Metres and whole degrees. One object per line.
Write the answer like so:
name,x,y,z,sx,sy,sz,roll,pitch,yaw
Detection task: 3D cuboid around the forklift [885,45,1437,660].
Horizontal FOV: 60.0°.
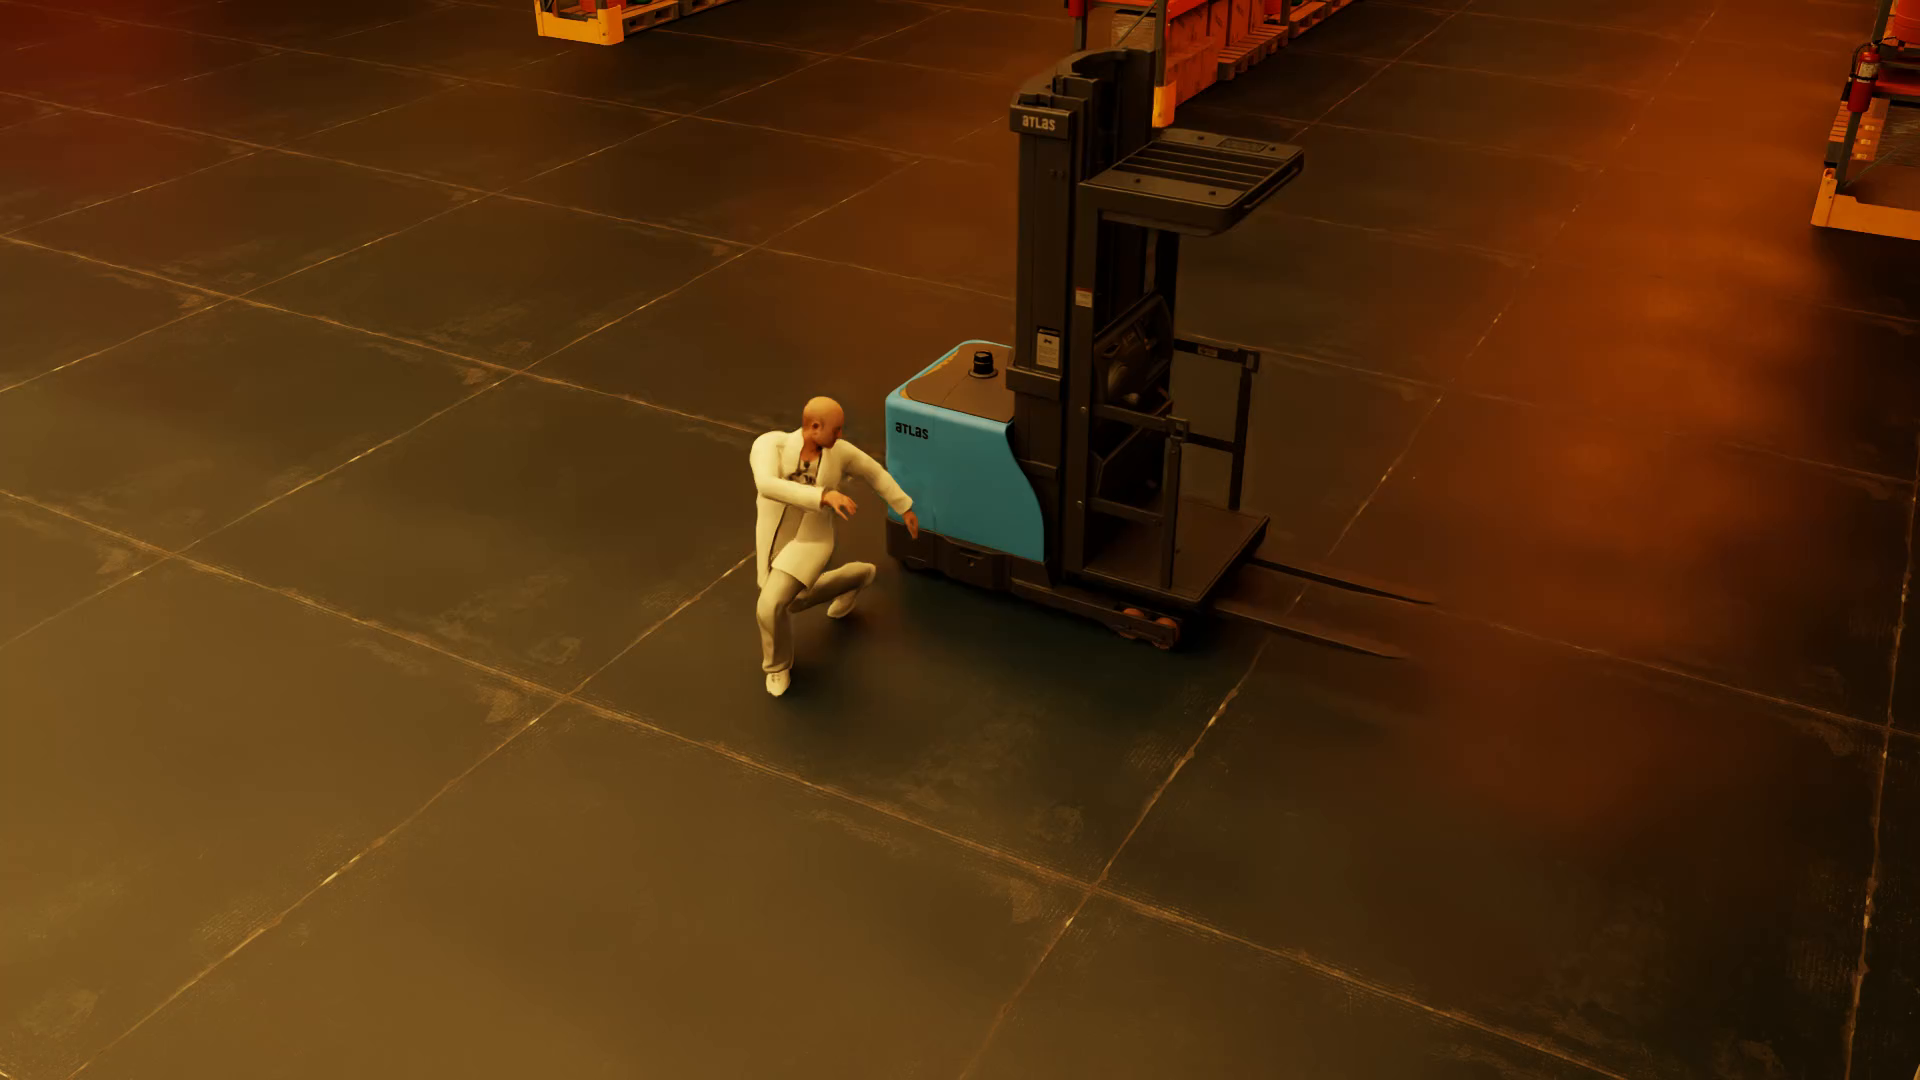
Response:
forklift,1.104,-0.986,8.779,3.031,2.935,1.130,16,34,25

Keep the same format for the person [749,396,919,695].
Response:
person,-0.692,-0.026,8.619,0.780,1.544,1.009,9,31,16
